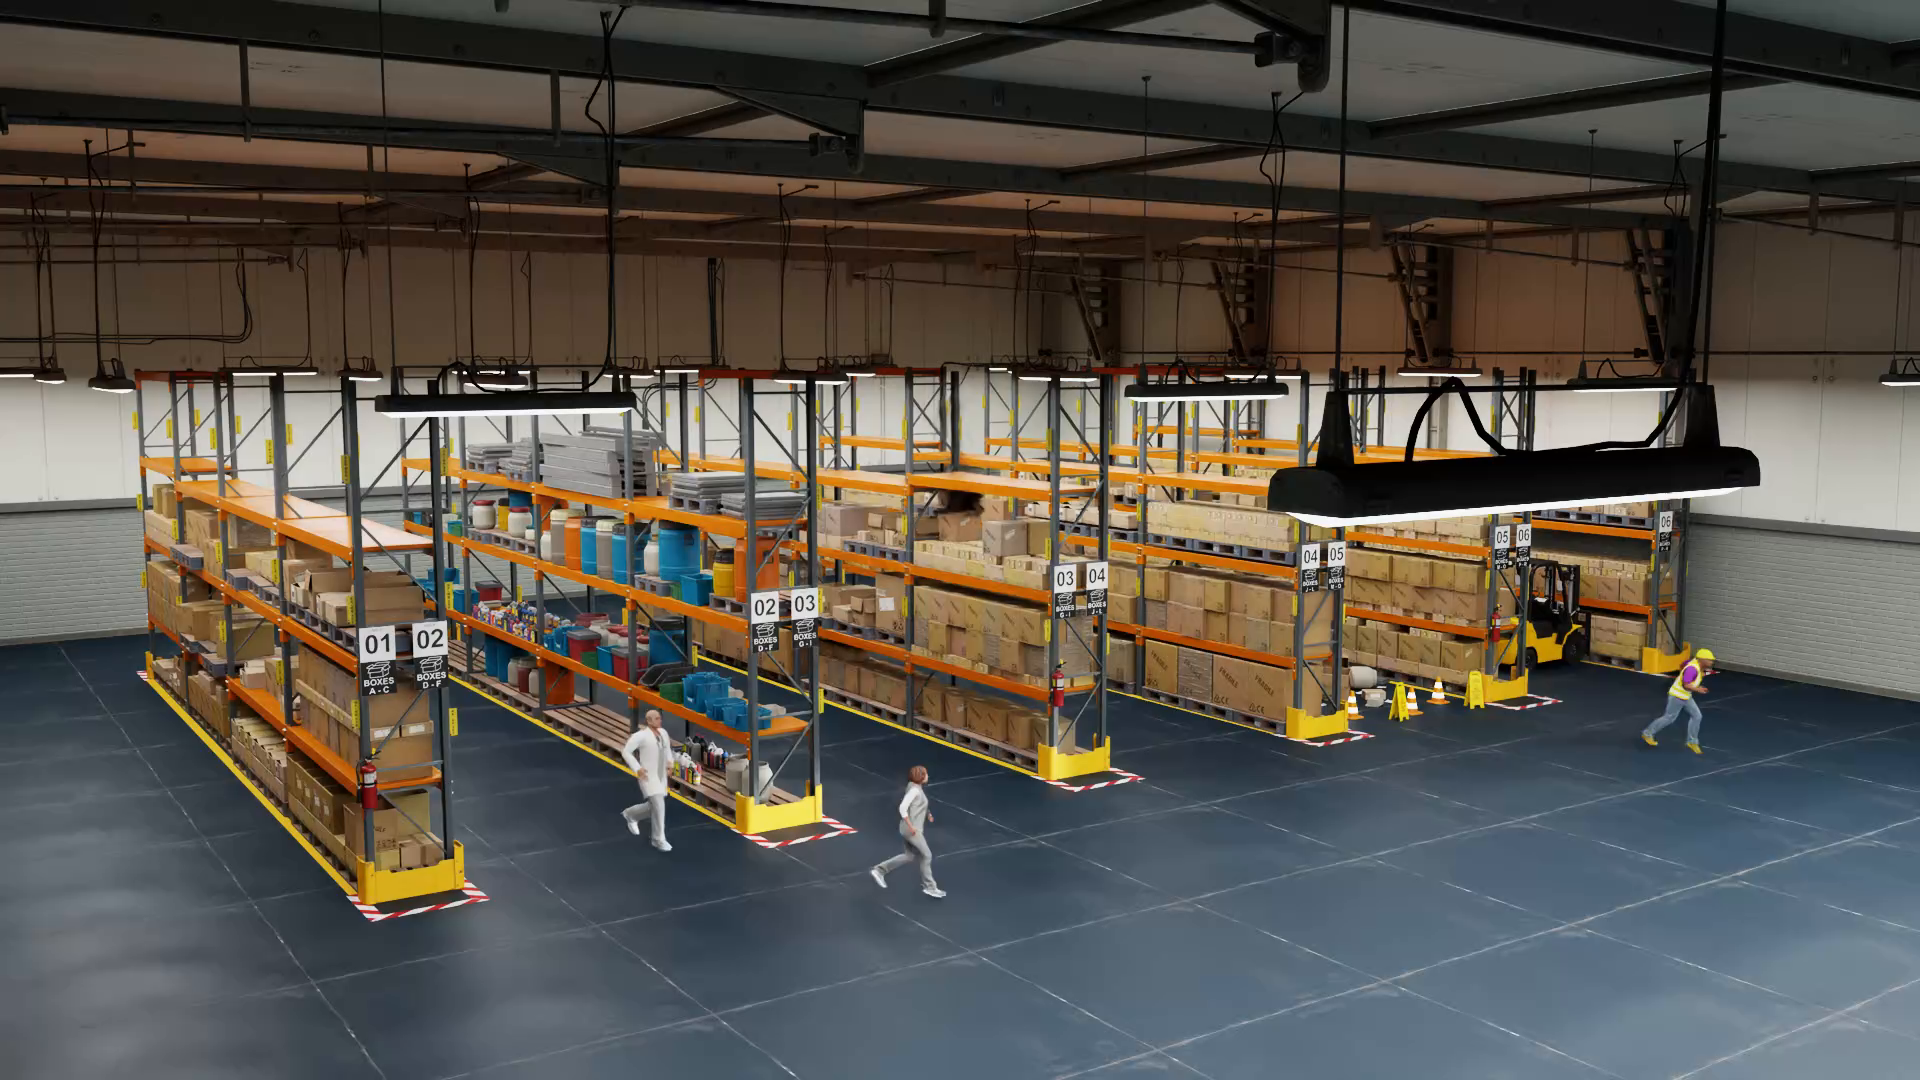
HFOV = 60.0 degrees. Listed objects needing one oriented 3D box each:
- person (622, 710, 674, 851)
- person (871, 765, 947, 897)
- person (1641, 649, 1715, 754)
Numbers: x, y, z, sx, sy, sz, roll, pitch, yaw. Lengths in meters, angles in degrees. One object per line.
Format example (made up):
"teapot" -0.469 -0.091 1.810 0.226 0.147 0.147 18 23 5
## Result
"person" -3.980 3.080 21.433 0.852 1.777 0.754 4 8 31
"person" -0.590 3.384 19.241 0.889 1.588 0.559 -1 6 -7
"person" 11.418 2.550 26.436 1.044 1.717 0.747 4 8 31
